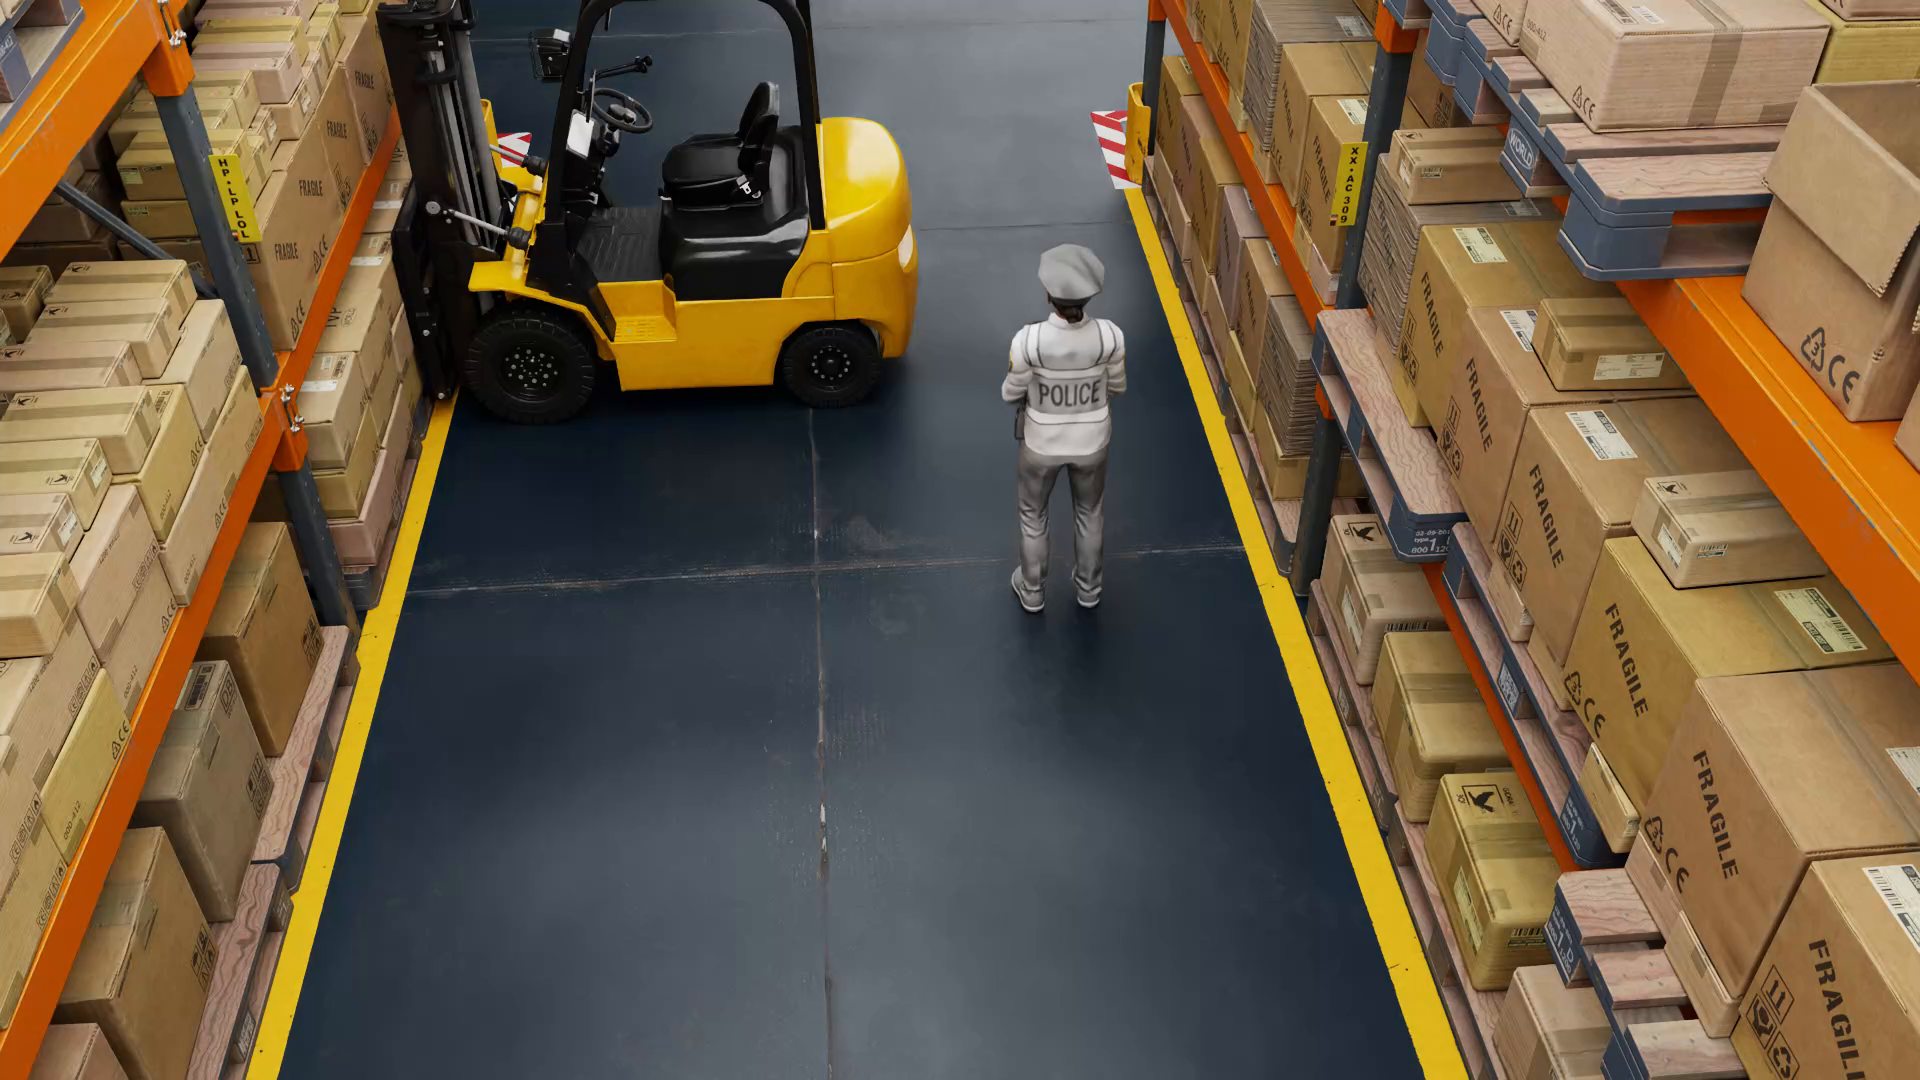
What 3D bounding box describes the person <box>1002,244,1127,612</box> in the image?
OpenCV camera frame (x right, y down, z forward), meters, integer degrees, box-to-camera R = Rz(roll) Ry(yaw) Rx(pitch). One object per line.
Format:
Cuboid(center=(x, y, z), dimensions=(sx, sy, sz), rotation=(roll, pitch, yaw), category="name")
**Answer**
Cuboid(center=(0.403, -0.451, 6.680), dimensions=(0.489, 1.692, 0.489), rotation=(-3, 39, -4), category="person")
